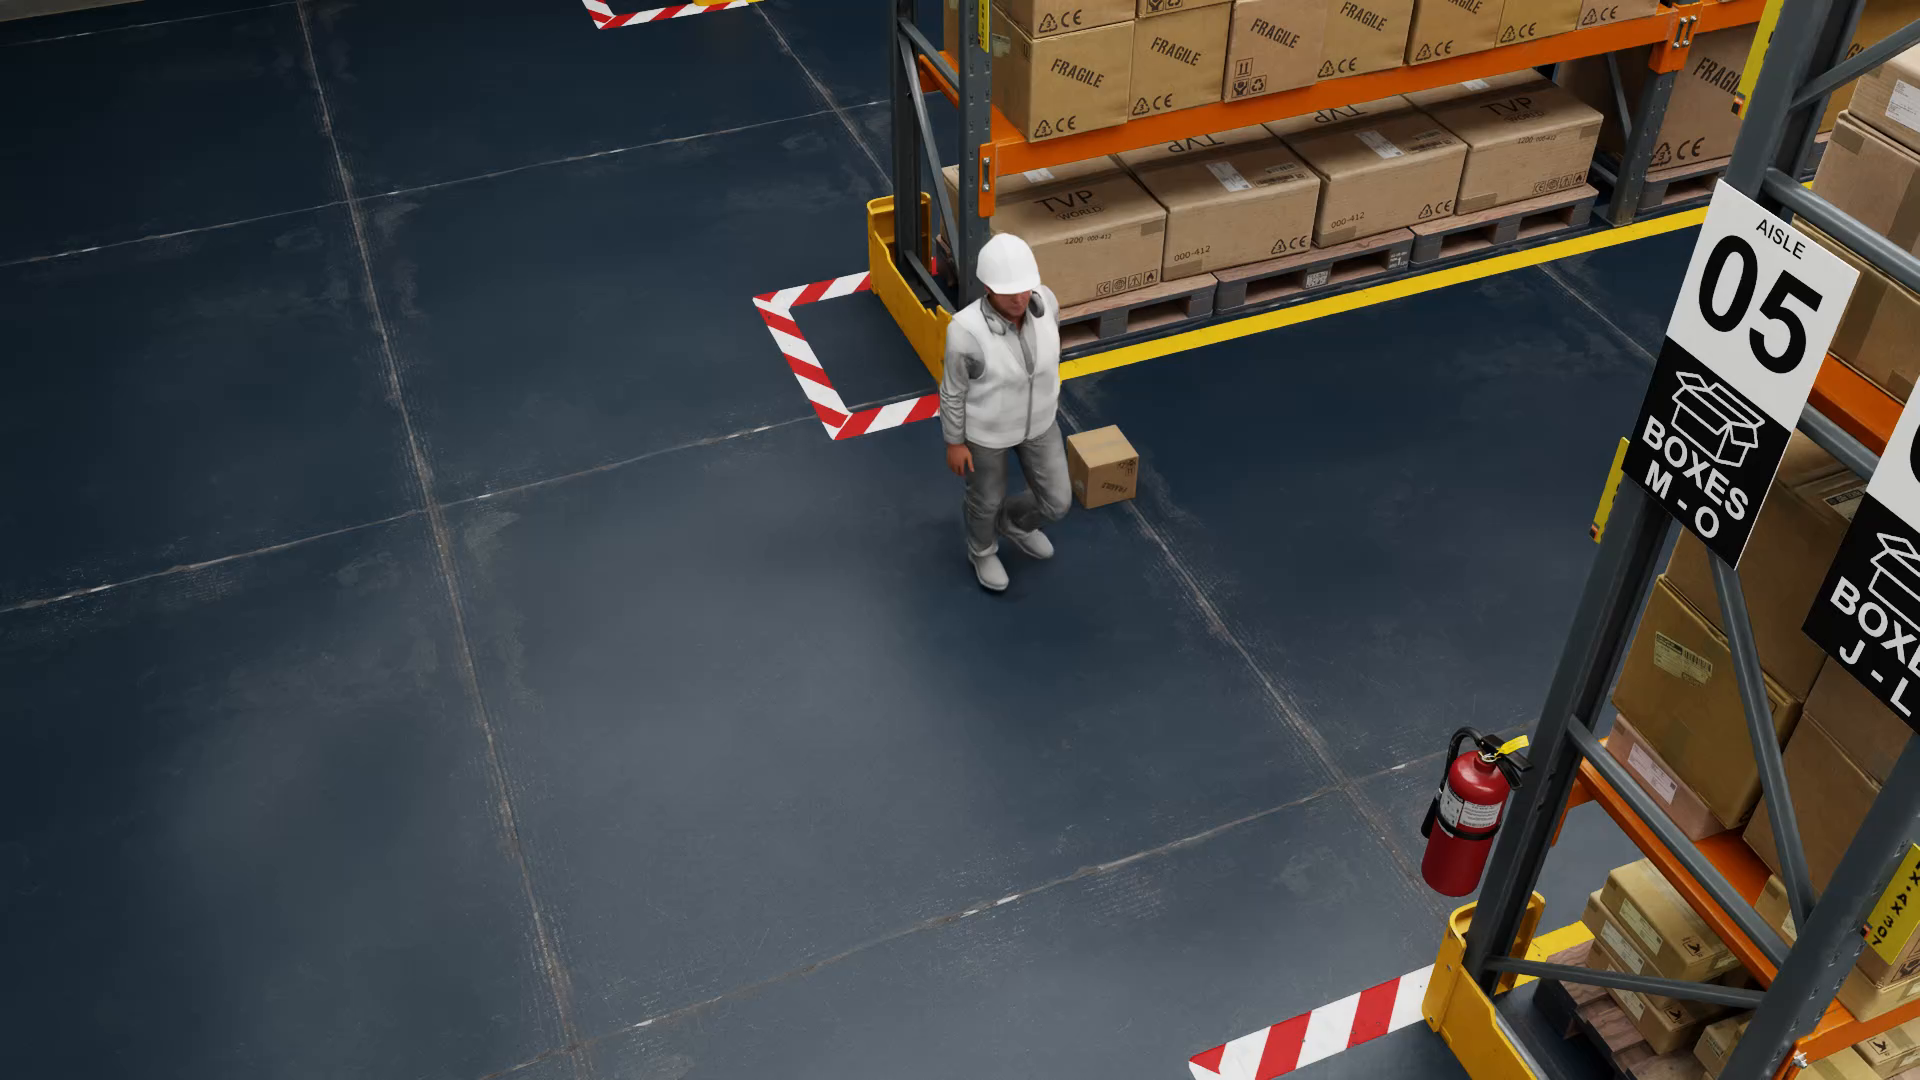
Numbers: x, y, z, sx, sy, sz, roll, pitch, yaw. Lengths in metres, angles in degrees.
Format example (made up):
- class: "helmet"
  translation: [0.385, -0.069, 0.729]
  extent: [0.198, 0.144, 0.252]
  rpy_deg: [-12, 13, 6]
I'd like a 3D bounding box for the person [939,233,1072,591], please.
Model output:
- class: "person"
  translation: [0.166, -0.482, 6.661]
  extent: [0.568, 1.762, 0.487]
  rpy_deg: [-20, 45, -21]
